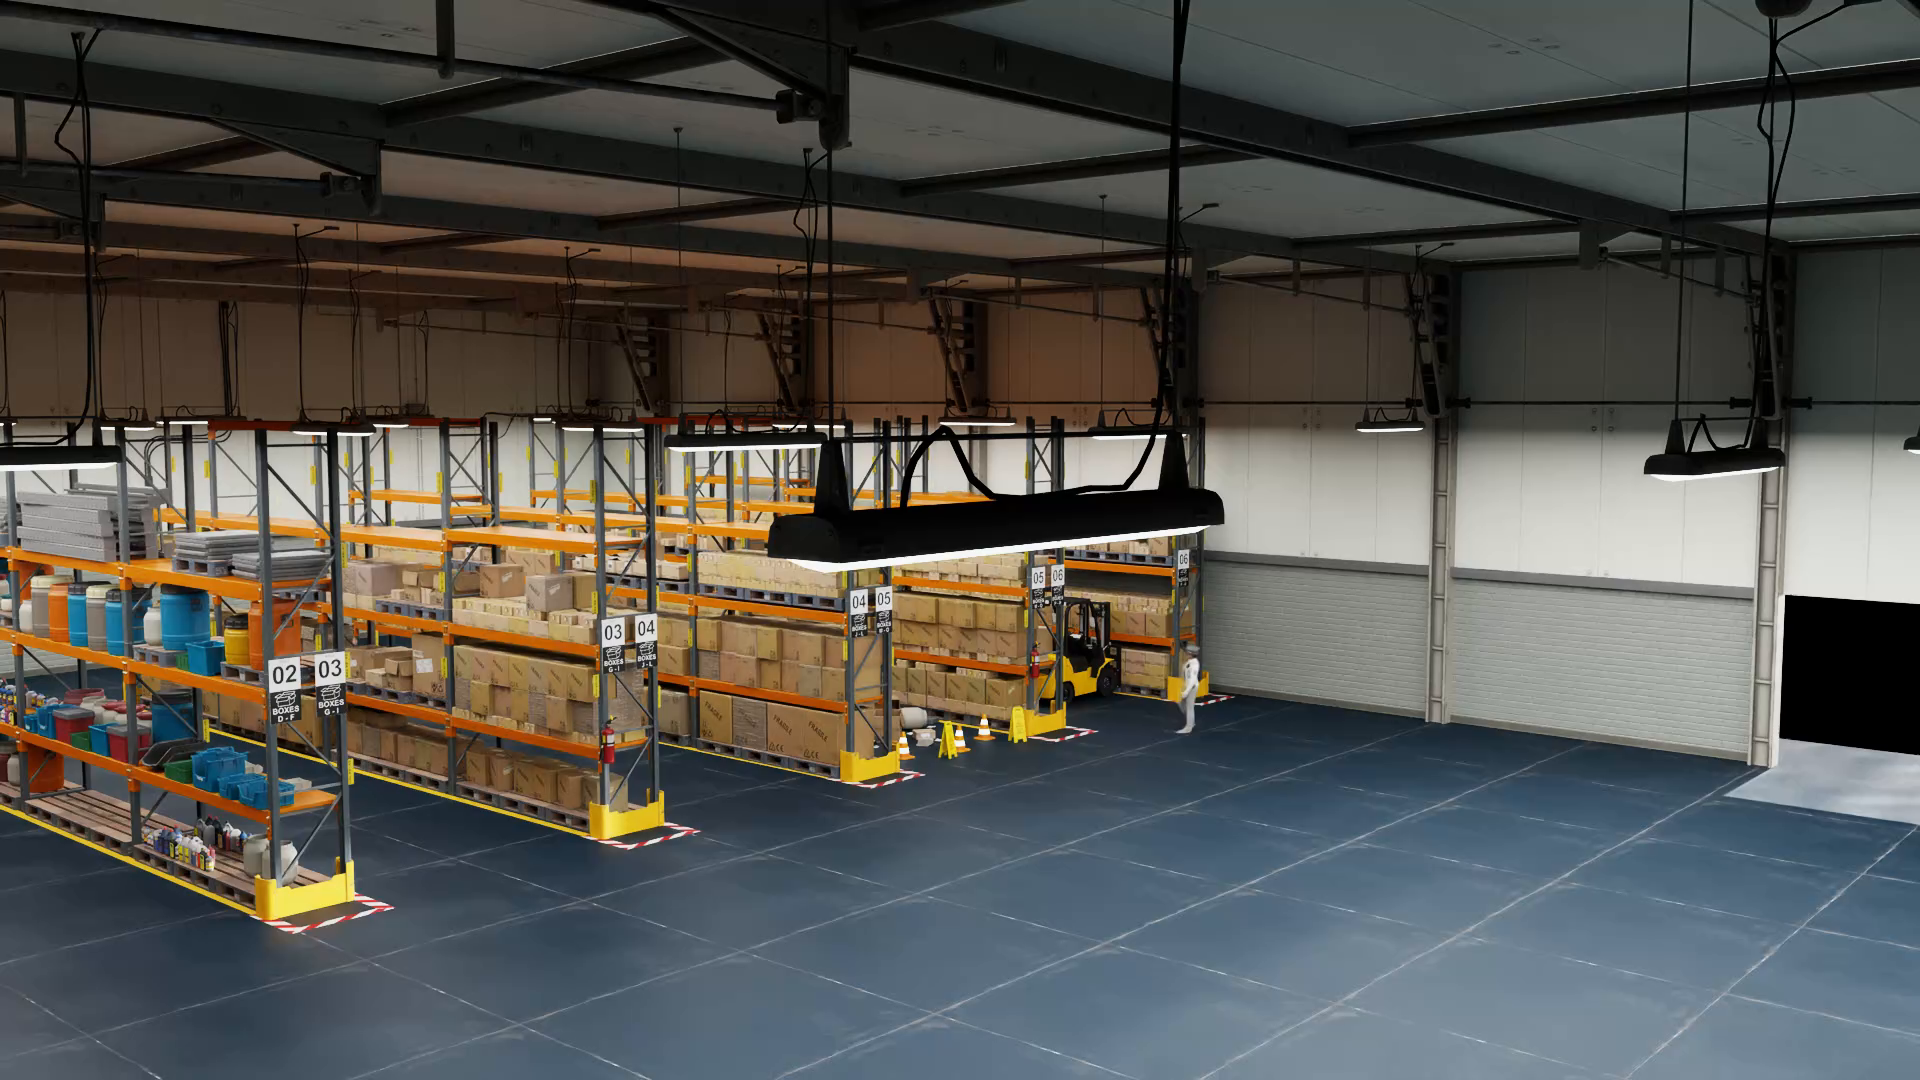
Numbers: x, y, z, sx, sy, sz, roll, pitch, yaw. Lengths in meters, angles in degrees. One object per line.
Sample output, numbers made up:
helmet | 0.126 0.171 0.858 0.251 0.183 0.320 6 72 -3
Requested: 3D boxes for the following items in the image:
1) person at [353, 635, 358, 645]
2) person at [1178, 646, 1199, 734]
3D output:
person | -12.167 2.727 33.505 0.468 1.645 0.515 4 6 43
person | 4.340 2.869 31.844 0.432 1.703 0.565 -1 5 -17
